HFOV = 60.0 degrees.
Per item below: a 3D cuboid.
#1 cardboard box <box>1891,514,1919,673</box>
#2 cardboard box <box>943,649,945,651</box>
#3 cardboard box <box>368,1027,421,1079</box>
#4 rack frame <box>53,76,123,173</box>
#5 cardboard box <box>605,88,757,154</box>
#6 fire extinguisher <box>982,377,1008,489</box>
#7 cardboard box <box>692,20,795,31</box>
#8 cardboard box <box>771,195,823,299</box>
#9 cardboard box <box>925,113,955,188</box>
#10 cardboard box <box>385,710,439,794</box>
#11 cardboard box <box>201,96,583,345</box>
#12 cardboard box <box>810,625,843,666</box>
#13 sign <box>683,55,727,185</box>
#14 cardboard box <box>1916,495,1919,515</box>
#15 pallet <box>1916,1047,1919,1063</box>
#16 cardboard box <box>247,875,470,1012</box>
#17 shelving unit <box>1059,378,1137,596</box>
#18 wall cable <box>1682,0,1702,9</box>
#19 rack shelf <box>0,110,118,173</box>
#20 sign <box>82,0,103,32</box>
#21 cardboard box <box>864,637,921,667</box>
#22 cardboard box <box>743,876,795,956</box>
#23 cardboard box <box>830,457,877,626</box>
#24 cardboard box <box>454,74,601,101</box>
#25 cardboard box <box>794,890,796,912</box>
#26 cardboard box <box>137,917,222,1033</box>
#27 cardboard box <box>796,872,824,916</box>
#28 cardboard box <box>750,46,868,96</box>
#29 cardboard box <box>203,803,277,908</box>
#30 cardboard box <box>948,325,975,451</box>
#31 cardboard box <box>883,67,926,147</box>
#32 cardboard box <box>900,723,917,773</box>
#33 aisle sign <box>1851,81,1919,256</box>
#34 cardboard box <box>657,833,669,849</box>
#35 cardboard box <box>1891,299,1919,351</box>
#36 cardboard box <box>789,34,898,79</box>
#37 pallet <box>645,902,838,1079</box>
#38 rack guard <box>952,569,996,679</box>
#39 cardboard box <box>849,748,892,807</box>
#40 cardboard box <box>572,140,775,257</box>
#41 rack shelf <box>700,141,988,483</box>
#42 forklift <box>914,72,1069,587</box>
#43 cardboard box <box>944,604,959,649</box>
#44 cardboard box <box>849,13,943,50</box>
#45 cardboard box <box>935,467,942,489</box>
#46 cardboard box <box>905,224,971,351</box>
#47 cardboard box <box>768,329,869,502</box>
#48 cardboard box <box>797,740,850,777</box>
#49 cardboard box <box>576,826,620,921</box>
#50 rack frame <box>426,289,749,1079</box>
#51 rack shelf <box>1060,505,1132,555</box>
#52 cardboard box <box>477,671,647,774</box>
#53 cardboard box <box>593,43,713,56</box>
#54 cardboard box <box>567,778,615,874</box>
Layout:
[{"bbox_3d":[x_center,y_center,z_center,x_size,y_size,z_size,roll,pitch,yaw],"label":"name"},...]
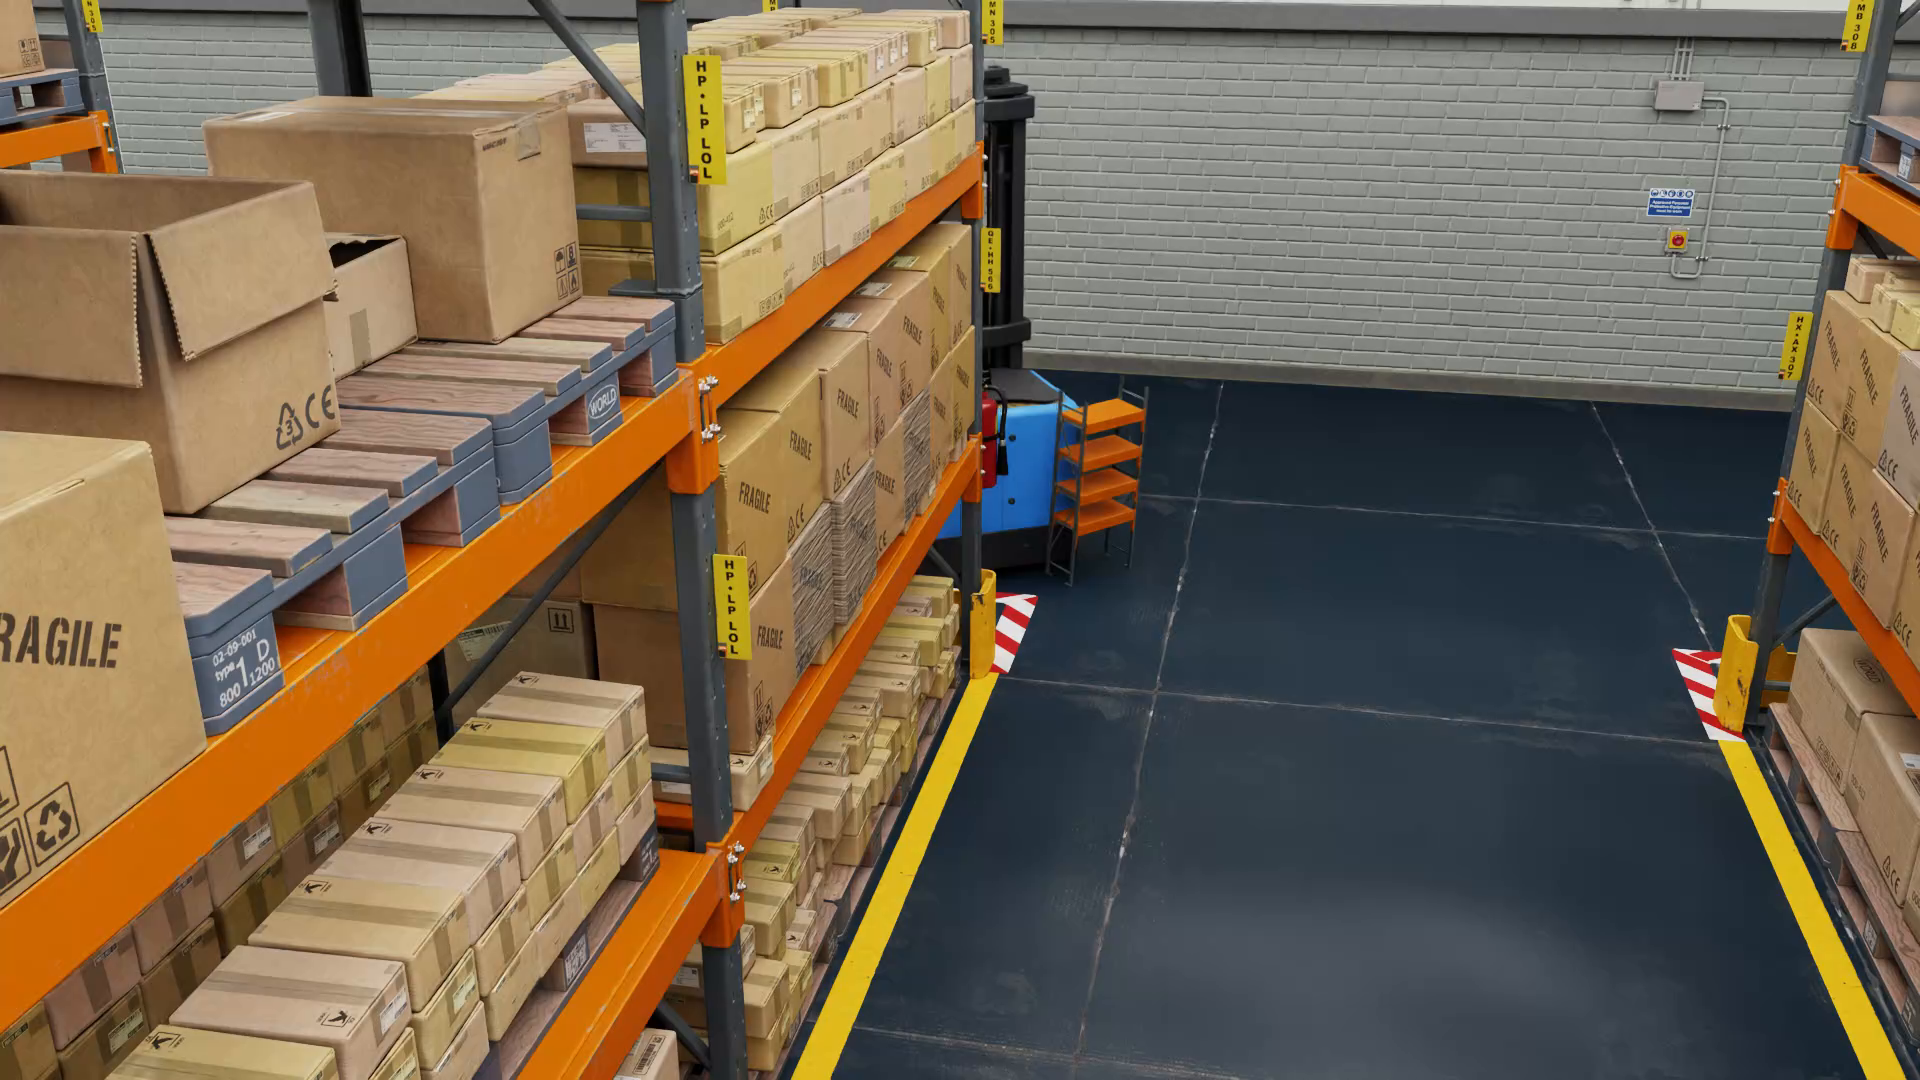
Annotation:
[{"bbox_3d":[3.820,0.233,6.126,0.500,0.500,0.500,5,23,13],"label":"cardboard box"},{"bbox_3d":[-0.288,0.565,8.689,0.380,0.149,0.250,5,22,12],"label":"cardboard box"},{"bbox_3d":[-1.354,1.119,3.437,0.380,0.149,0.250,5,22,11],"label":"cardboard box"},{"bbox_3d":[-5.220,-1.186,9.783,1.000,3.000,0.127,4,22,11],"label":"rack frame"},{"bbox_3d":[-0.816,-1.232,4.879,0.380,0.149,0.250,4,22,9],"label":"cardboard box"},{"bbox_3d":[0.118,-0.619,8.978,0.296,0.674,0.183,4,22,11],"label":"fire extinguisher"},{"bbox_3d":[-0.920,-2.134,7.120,0.380,0.149,0.250,5,22,12],"label":"cardboard box"},{"bbox_3d":[-0.755,-0.963,5.415,0.500,0.250,0.500,4,22,10],"label":"cardboard box"},{"bbox_3d":[-0.316,-1.719,7.293,0.500,0.250,0.500,4,22,11],"label":"cardboard box"},{"bbox_3d":[-1.732,0.585,4.763,0.380,0.149,0.250,5,22,12],"label":"cardboard box"},{"bbox_3d":[-1.386,-0.810,4.140,0.700,0.500,0.500,4,22,11],"label":"cardboard box"},{"bbox_3d":[-0.663,0.342,6.326,0.380,0.149,0.250,5,22,12],"label":"cardboard box"},{"bbox_3d":[-0.657,-1.081,4.288,0.100,0.325,0.005,4,22,11],"label":"sign"},{"bbox_3d":[3.808,-0.226,5.928,0.500,0.500,0.500,5,22,11],"label":"cardboard box"},{"bbox_3d":[3.897,2.054,5.472,1.003,0.211,1.213,4,22,11],"label":"pallet"},{"bbox_3d":[-1.307,0.878,3.637,0.380,0.149,0.250,4,22,9],"label":"cardboard box"},{"bbox_3d":[0.833,-0.324,10.052,0.258,1.200,0.503,12,25,27],"label":"shelving unit"},{"bbox_3d":[5.367,-5.315,12.006,0.463,3.000,0.029,4,22,11],"label":"wall cable"},{"bbox_3d":[-5.628,-1.512,7.541,1.077,0.370,4.000,4,22,11],"label":"rack shelf"},{"bbox_3d":[-4.691,-2.905,8.957,0.100,0.325,0.005,4,22,11],"label":"sign"},{"bbox_3d":[-0.396,0.575,7.867,0.380,0.149,0.250,4,22,9],"label":"cardboard box"},{"bbox_3d":[-0.814,1.337,5.976,0.380,0.149,0.250,6,23,14],"label":"cardboard box"},{"bbox_3d":[-0.621,-0.017,6.349,0.500,0.500,0.500,4,22,10],"label":"cardboard box"},{"bbox_3d":[-1.352,-1.372,5.228,0.380,0.149,0.250,4,22,11],"label":"cardboard box"},{"bbox_3d":[-0.835,1.382,6.262,0.380,0.149,0.250,4,22,11],"label":"cardboard box"},{"bbox_3d":[-1.940,0.968,3.811,0.380,0.149,0.250,5,23,13],"label":"cardboard box"},{"bbox_3d":[-0.755,1.422,6.562,0.380,0.149,0.250,4,22,10],"label":"cardboard box"},{"bbox_3d":[-0.549,-1.708,6.063,0.380,0.149,0.250,4,22,9],"label":"cardboard box"},{"bbox_3d":[-1.891,0.734,3.994,0.380,0.149,0.250,4,22,10],"label":"cardboard box"},{"bbox_3d":[-0.224,-0.771,8.222,0.500,0.500,0.500,5,22,12],"label":"cardboard box"},{"bbox_3d":[-0.440,-1.763,6.731,0.500,0.250,0.500,5,22,12],"label":"cardboard box"},{"bbox_3d":[-0.408,0.946,7.743,0.380,0.149,0.250,3,22,9],"label":"cardboard box"},{"bbox_3d":[4.213,-1.685,7.542,0.394,0.787,0.004,4,22,11],"label":"aisle sign"},{"bbox_3d":[-1.326,1.206,6.303,0.380,0.149,0.250,4,22,10],"label":"cardboard box"},{"bbox_3d":[3.953,-0.848,6.603,0.380,0.149,0.250,4,22,9],"label":"cardboard box"},{"bbox_3d":[-0.457,-1.900,6.538,0.380,0.149,0.250,5,22,12],"label":"cardboard box"},{"bbox_3d":[-1.099,1.737,6.258,1.003,0.211,1.213,4,22,11],"label":"pallet"},{"bbox_3d":[-0.400,0.416,9.151,1.175,0.500,0.348,4,22,11],"label":"rack guard"},{"bbox_3d":[-0.510,1.009,7.189,0.380,0.149,0.250,5,22,11],"label":"cardboard box"},{"bbox_3d":[-0.868,-1.020,4.886,0.500,0.250,0.500,5,23,13],"label":"cardboard box"},{"bbox_3d":[-0.793,-1.097,6.511,1.077,0.370,4.000,4,22,11],"label":"rack shelf"},{"bbox_3d":[0.102,-1.592,10.883,1.130,2.935,3.031,3,22,9],"label":"forklift"},{"bbox_3d":[-0.213,0.433,8.618,0.380,0.149,0.250,4,22,9],"label":"cardboard box"},{"bbox_3d":[-0.290,-2.281,7.486,0.380,0.149,0.250,5,22,12],"label":"cardboard box"},{"bbox_3d":[-0.298,-0.333,8.001,0.380,0.149,0.250,4,22,10],"label":"cardboard box"},{"bbox_3d":[-0.235,-1.233,8.029,0.500,0.500,0.500,4,22,10],"label":"cardboard box"},{"bbox_3d":[-0.646,-0.475,6.148,0.500,0.500,0.500,5,22,12],"label":"cardboard box"},{"bbox_3d":[-0.673,0.951,6.935,0.380,0.149,0.250,4,22,9],"label":"cardboard box"},{"bbox_3d":[-1.140,0.869,4.455,0.380,0.149,0.250,5,22,11],"label":"cardboard box"},{"bbox_3d":[-1.201,0.692,5.120,1.000,3.000,0.127,4,22,11],"label":"rack frame"},{"bbox_3d":[0.833,-0.077,10.151,0.258,0.148,0.480,12,25,27],"label":"rack shelf"},{"bbox_3d":[-1.092,0.499,4.576,0.380,0.149,0.250,5,23,13],"label":"cardboard box"},{"bbox_3d":[-1.134,-1.751,6.169,0.380,0.149,0.250,4,22,10],"label":"cardboard box"},{"bbox_3d":[-1.141,0.733,4.395,0.380,0.149,0.250,5,22,11],"label":"cardboard box"}]
